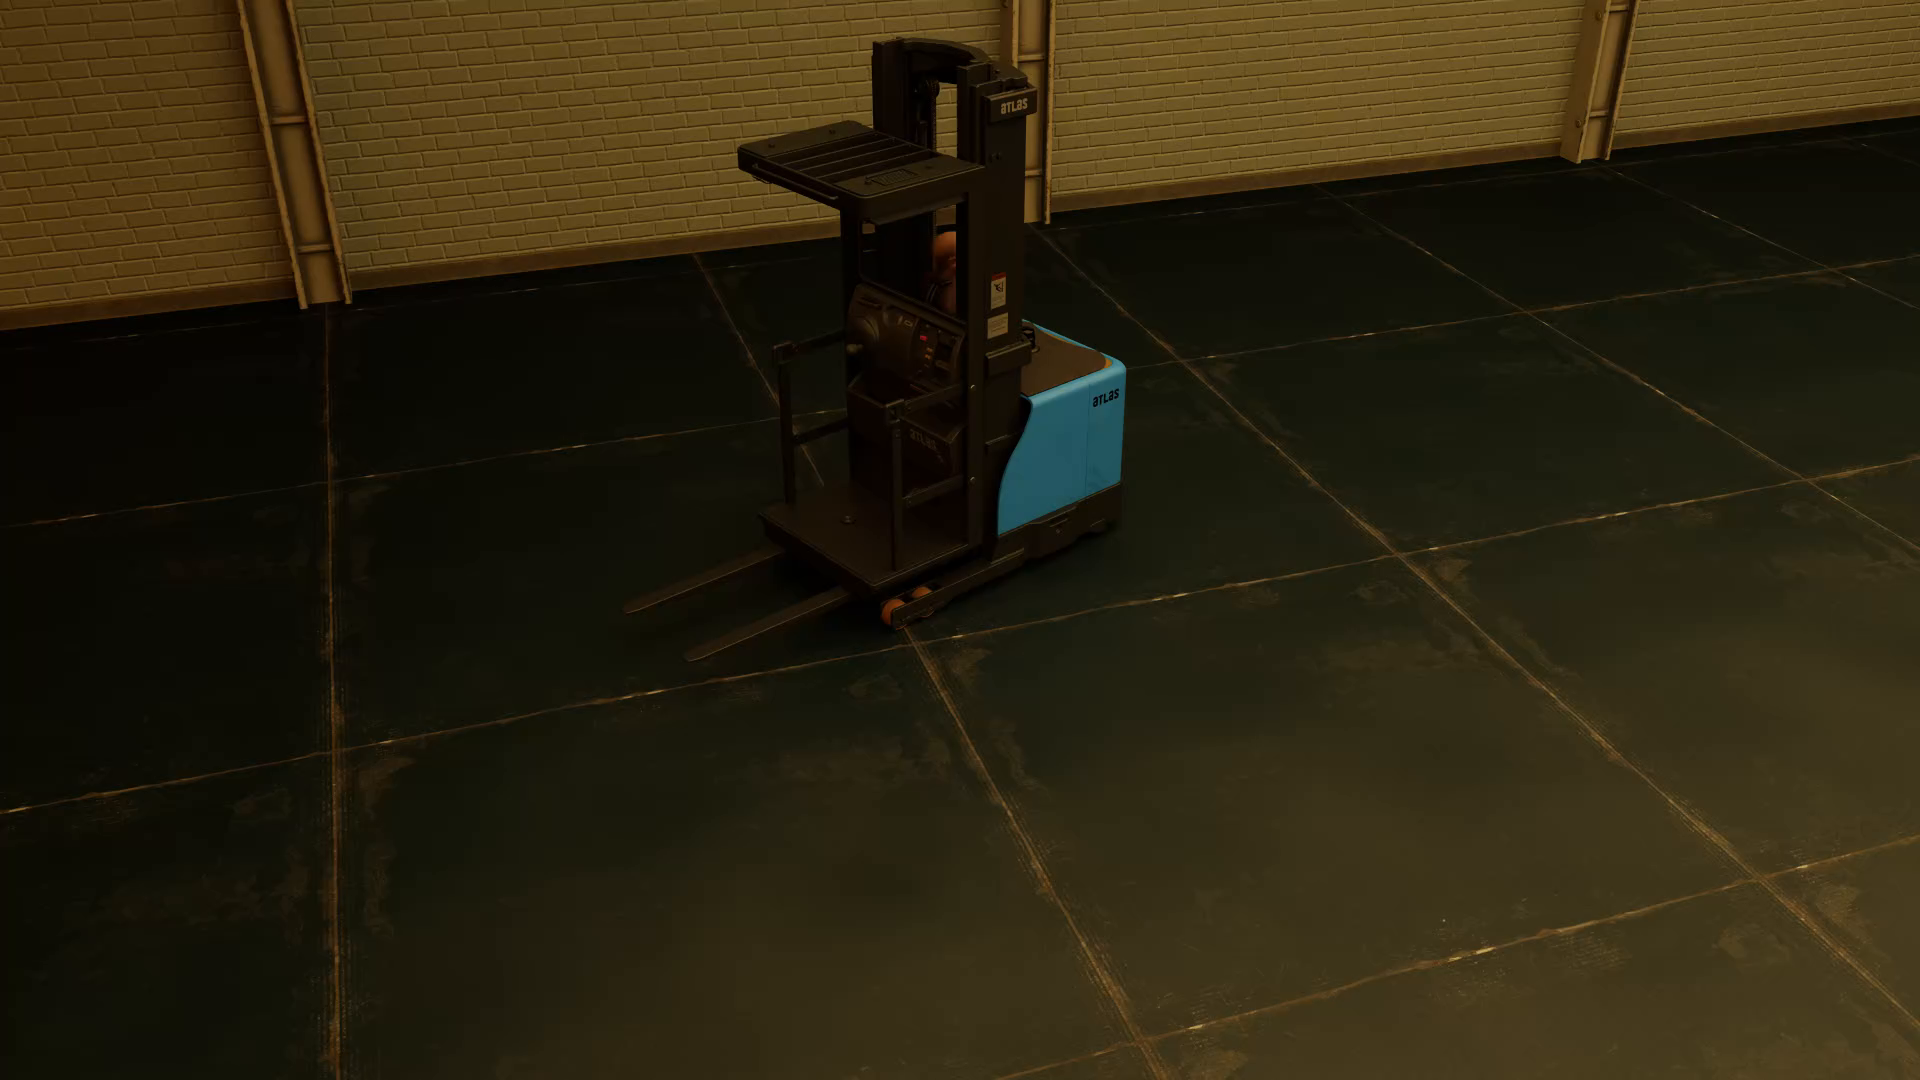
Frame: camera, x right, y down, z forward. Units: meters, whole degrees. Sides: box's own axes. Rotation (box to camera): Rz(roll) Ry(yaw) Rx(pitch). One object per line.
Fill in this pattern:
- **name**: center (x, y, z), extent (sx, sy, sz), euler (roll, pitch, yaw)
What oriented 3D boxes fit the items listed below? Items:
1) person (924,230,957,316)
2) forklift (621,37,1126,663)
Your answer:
- **person**: center (0.001, -0.945, 9.480), extent (0.324, 1.705, 0.563), euler (-10, 31, -16)
- **forklift**: center (-0.461, -1.072, 8.951), extent (3.031, 2.935, 1.130), euler (-23, 37, -34)
